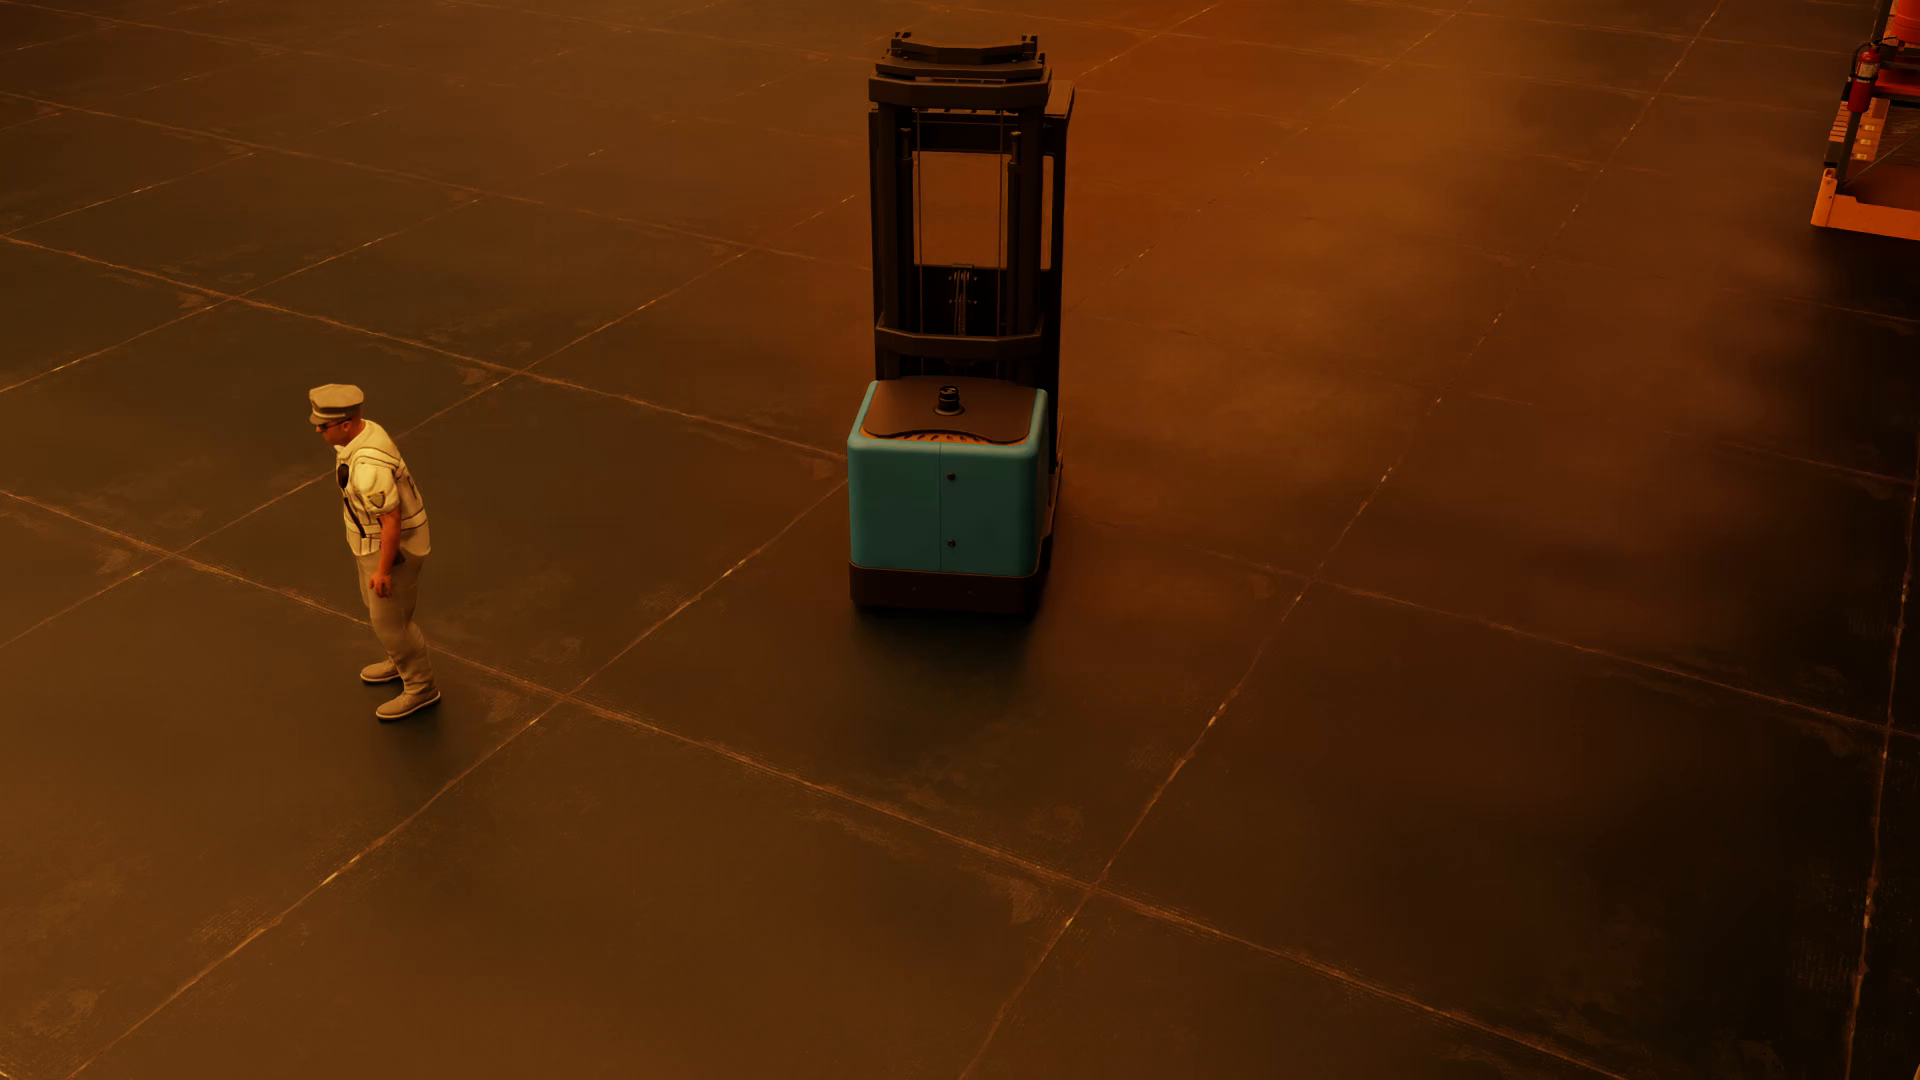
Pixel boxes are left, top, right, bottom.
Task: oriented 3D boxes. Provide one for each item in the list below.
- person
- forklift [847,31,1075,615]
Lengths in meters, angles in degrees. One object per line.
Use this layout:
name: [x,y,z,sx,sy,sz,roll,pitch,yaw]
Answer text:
person: [-2.840,0.032,8.196,0.435,1.749,0.585,-14,33,-23]
forklift: [0.072,-1.572,9.794,1.130,2.935,3.031,3,30,6]
